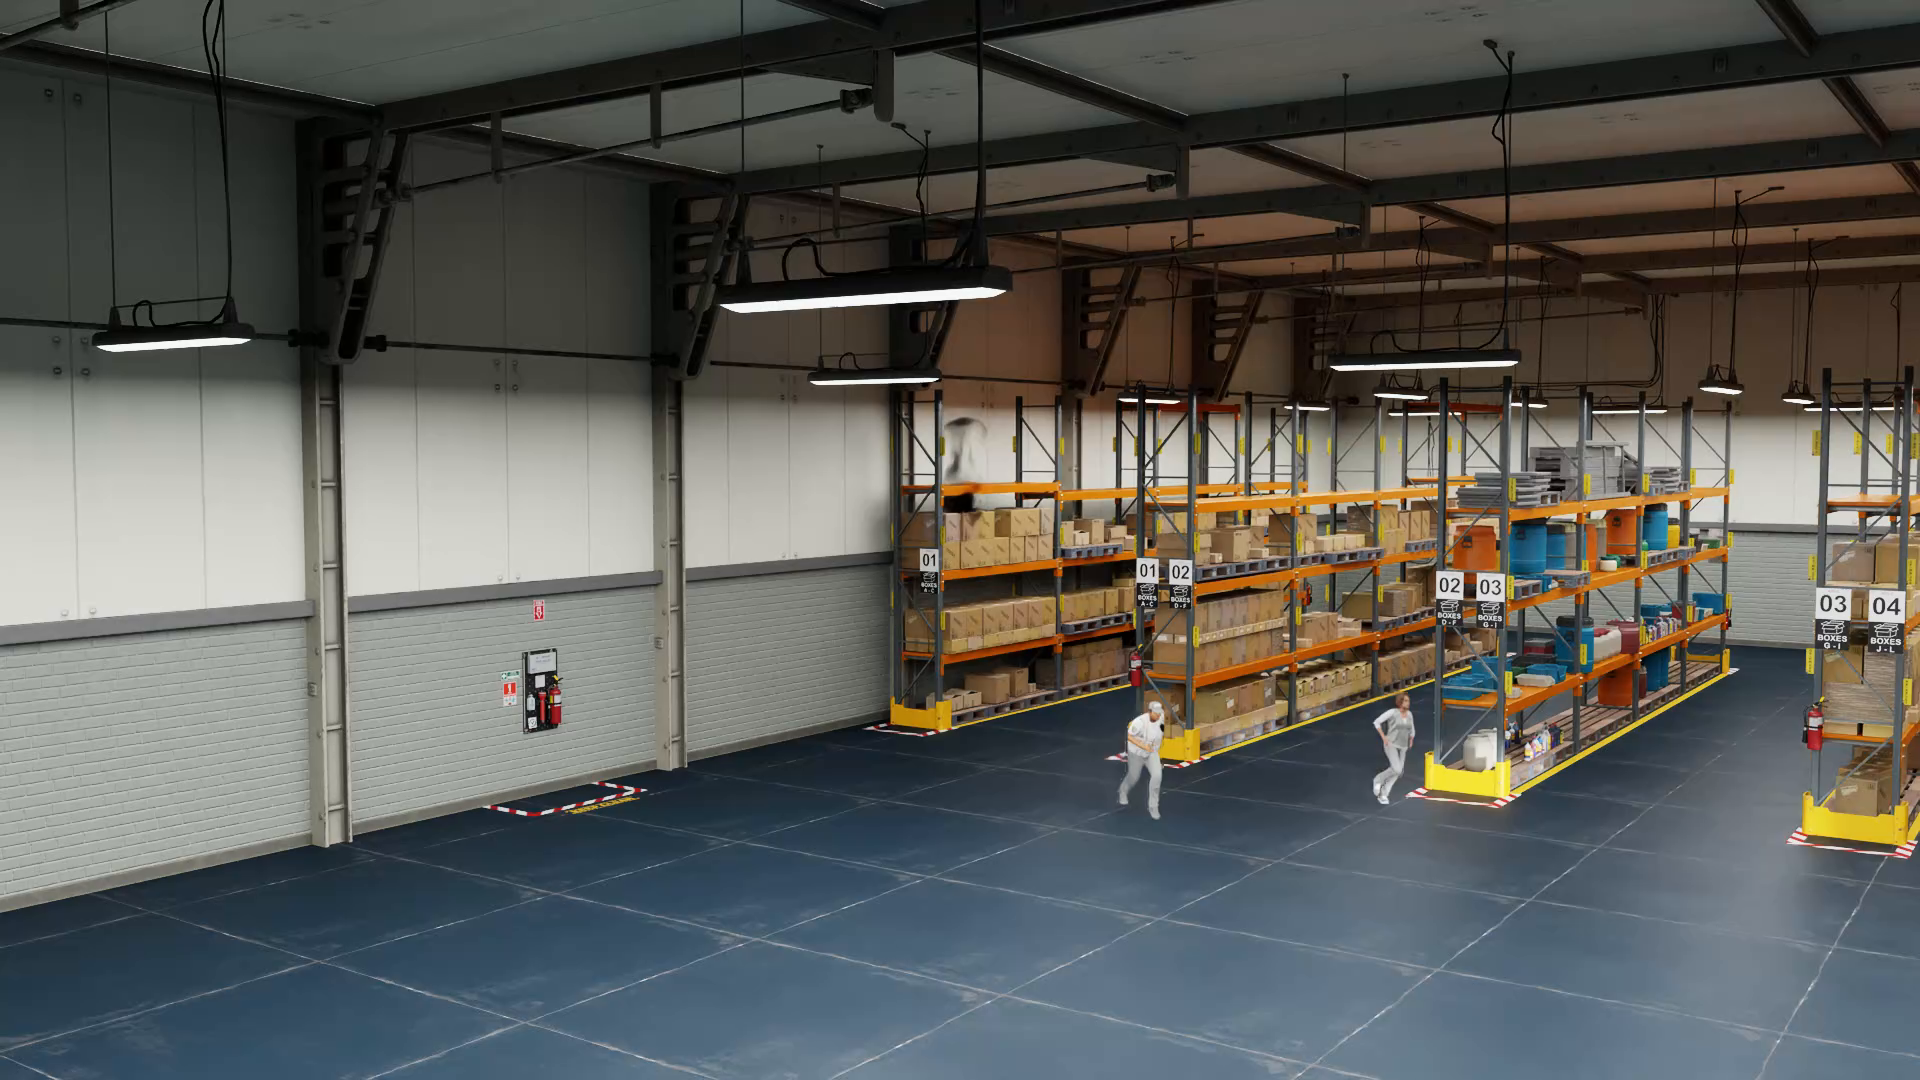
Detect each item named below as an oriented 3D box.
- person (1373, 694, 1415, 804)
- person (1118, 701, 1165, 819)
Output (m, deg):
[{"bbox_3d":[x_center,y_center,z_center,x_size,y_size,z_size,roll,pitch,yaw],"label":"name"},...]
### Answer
[{"bbox_3d":[6.148,2.928,23.338,0.575,1.543,0.468,-1,3,-23],"label":"person"},{"bbox_3d":[2.491,2.961,22.720,0.648,1.627,1.036,-2,4,-27],"label":"person"}]
